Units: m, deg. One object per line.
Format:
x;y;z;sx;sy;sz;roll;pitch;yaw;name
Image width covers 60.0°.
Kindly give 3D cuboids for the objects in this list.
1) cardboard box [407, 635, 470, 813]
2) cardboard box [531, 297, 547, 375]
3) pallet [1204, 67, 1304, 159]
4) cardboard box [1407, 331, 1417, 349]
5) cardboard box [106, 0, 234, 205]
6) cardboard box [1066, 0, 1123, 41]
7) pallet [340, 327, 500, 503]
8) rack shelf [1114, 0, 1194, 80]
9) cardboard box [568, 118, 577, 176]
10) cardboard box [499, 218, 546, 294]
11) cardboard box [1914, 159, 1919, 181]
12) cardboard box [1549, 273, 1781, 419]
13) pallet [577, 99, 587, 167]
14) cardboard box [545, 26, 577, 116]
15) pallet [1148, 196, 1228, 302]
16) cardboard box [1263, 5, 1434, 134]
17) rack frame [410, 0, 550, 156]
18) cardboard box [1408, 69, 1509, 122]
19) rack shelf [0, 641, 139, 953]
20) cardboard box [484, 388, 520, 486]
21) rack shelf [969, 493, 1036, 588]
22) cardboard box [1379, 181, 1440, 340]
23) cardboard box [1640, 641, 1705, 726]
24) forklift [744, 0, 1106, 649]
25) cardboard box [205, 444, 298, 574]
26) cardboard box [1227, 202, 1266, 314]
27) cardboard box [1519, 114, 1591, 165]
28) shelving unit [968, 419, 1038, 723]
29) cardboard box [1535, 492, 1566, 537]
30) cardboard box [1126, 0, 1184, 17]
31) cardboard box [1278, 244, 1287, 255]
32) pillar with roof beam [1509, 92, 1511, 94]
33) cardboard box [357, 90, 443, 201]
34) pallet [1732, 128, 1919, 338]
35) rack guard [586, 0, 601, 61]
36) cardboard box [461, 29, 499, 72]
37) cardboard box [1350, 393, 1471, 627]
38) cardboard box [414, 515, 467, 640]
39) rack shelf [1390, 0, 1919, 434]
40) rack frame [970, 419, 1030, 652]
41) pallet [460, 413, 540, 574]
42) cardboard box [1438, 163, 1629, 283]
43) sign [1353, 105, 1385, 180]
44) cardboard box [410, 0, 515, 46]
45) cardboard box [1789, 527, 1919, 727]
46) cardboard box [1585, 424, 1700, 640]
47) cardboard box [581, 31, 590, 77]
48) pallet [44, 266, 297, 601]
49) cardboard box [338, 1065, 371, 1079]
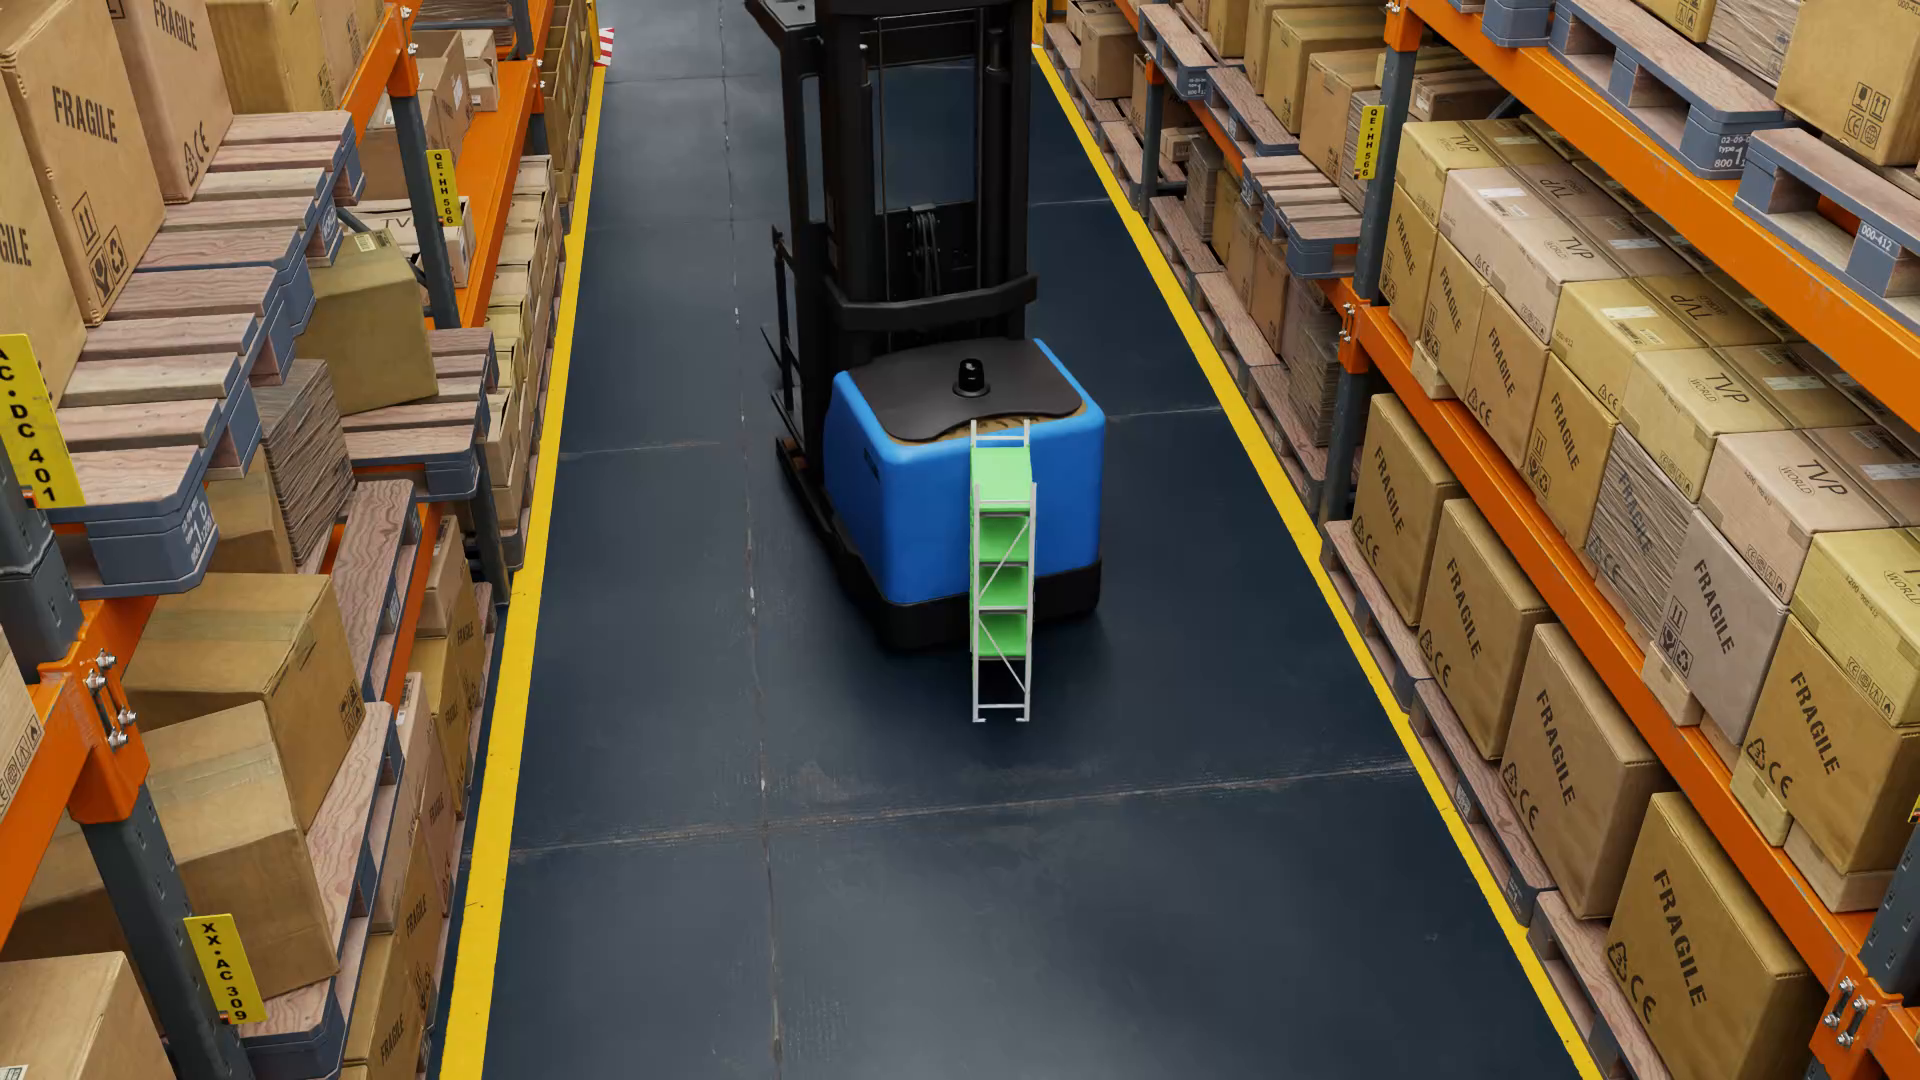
-2.189;0.720;6.359;0.500;0.500;0.500;-6;35;-8;cardboard box
-2.609;-1.132;9.317;0.500;0.250;0.500;-4;34;-5;cardboard box
1.985;-2.324;9.167;1.003;0.211;1.213;-4;35;-6;pallet
2.131;-0.864;7.059;0.380;0.149;0.250;-4;34;-6;cardboard box
-2.256;-1.219;4.161;0.600;0.600;0.600;-6;35;-8;cardboard box
1.219;-4.444;14.104;0.500;0.311;0.500;-8;35;-12;cardboard box
-2.456;-0.472;6.450;1.213;0.211;1.003;-4;35;-6;pallet
1.484;-4.353;12.612;1.077;0.370;4.000;-4;35;-6;rack shelf
-2.979;-2.755;11.698;0.500;0.250;0.500;-4;35;-6;cardboard box
-2.675;-1.653;9.582;0.500;0.311;0.500;-4;35;-7;cardboard box
2.820;-1.032;3.957;0.700;0.500;0.500;-6;35;-9;cardboard box
2.316;-0.648;5.501;0.500;0.250;0.500;-5;35;-7;cardboard box
-3.388;-3.134;12.661;1.003;0.211;1.213;-4;35;-6;pallet
-3.042;-3.344;11.896;0.500;0.500;0.500;-4;35;-6;cardboard box
1.860;-1.947;10.920;1.003;0.211;1.213;-4;35;-6;pallet
2.029;-2.480;8.746;0.700;0.500;0.500;-4;35;-6;cardboard box
-3.155;-3.157;10.218;1.000;3.000;0.127;-4;35;-6;rack frame
2.215;-1.983;7.441;0.380;0.149;0.250;-9;35;-13;cardboard box
-1.810;1.482;1.388;1.077;0.370;4.000;-4;35;-6;rack shelf
-2.396;-0.508;7.902;0.500;0.311;0.500;-3;34;-5;cardboard box
0.171;-0.004;6.878;0.258;0.148;0.480;-1;34;-1;rack shelf
2.103;-1.184;6.953;0.500;0.500;0.500;-3;34;-5;cardboard box
2.362;0.429;5.163;0.380;0.149;0.250;-4;35;-6;cardboard box
-0.329;-1.551;7.923;1.130;2.935;3.031;-11;36;-16;forklift
-2.378;0.112;4.961;0.700;0.500;0.500;-13;36;-18;cardboard box
2.017;-1.701;9.911;0.700;0.500;0.500;-4;34;-6;cardboard box
2.609;-1.551;6.825;0.500;0.250;0.500;-3;34;-5;cardboard box
0.171;0.141;6.977;0.258;1.200;0.503;-1;34;-1;shelving unit
2.323;-0.150;6.011;0.380;0.149;0.250;-4;34;-6;cardboard box
1.389;-3.721;11.163;0.500;0.250;0.500;-4;35;-6;cardboard box
2.054;-1.768;9.343;0.500;0.250;0.500;-5;35;-7;cardboard box
-1.292;-4.246;6.489;9.100;9.000;0.400;-4;35;-6;pillar with roof beam
-2.859;-1.901;8.287;0.500;0.500;0.500;-6;35;-9;cardboard box
2.657;-0.738;4.175;0.805;0.209;1.217;-6;35;-8;pallet
-3.696;-4.369;14.217;1.175;0.500;0.348;-4;35;-6;rack guard
-3.045;-2.823;9.862;0.500;0.250;0.500;-2;34;-3;cardboard box
2.260;-0.167;7.367;0.750;0.750;0.750;-5;35;-7;cardboard box
-2.247;0.152;6.526;0.500;0.250;0.500;-3;34;-5;cardboard box
2.560;-1.128;5.217;1.077;0.370;4.000;-4;35;-6;rack shelf
0.166;0.004;7.179;0.240;1.200;0.015;-1;34;-1;rack frame
-2.689;-0.234;8.407;1.003;0.211;1.213;-4;35;-6;pallet
2.170;-1.211;6.327;0.500;0.250;0.500;-5;35;-7;cardboard box
1.755;-1.701;7.125;0.100;0.325;0.005;-4;35;-6;sign
-3.221;-3.445;10.553;0.700;0.500;0.500;-5;35;-8;cardboard box
2.513;0.207;4.246;0.500;0.250;0.500;-4;34;-5;cardboard box
2.380;-0.045;5.282;0.500;0.500;0.500;-4;35;-6;cardboard box
-3.249;-3.871;13.335;0.500;0.250;0.500;-4;35;-6;cardboard box
-2.097;-0.223;3.417;1.213;0.211;1.003;-4;35;-6;pallet
-1.902;1.870;4.671;0.500;0.500;0.500;-6;35;-9;cardboard box
